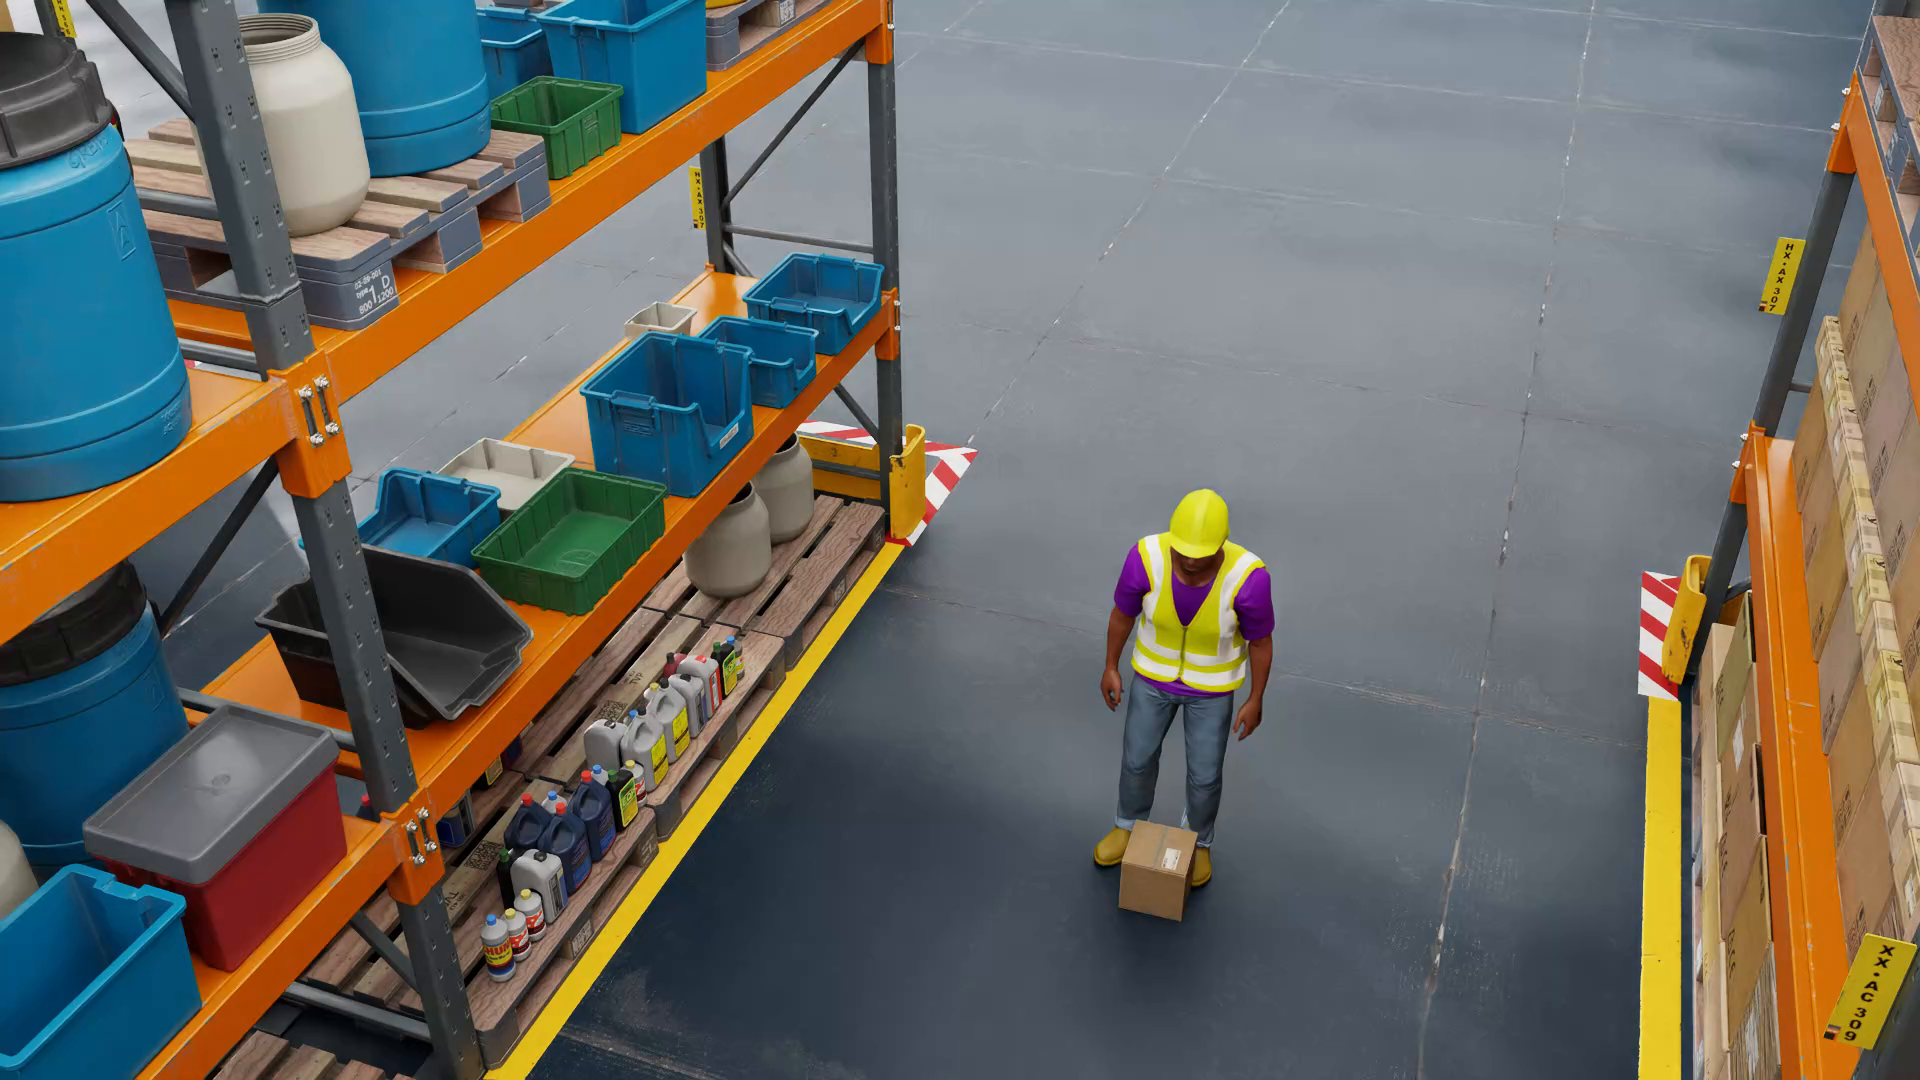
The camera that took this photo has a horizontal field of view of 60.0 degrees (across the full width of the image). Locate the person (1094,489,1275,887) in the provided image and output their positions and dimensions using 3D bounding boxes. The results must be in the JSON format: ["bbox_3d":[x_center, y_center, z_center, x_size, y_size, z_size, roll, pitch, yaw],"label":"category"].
[{"bbox_3d":[0.842,0.546,6.285,0.628,1.761,0.461,11,35,17],"label":"person"}]
